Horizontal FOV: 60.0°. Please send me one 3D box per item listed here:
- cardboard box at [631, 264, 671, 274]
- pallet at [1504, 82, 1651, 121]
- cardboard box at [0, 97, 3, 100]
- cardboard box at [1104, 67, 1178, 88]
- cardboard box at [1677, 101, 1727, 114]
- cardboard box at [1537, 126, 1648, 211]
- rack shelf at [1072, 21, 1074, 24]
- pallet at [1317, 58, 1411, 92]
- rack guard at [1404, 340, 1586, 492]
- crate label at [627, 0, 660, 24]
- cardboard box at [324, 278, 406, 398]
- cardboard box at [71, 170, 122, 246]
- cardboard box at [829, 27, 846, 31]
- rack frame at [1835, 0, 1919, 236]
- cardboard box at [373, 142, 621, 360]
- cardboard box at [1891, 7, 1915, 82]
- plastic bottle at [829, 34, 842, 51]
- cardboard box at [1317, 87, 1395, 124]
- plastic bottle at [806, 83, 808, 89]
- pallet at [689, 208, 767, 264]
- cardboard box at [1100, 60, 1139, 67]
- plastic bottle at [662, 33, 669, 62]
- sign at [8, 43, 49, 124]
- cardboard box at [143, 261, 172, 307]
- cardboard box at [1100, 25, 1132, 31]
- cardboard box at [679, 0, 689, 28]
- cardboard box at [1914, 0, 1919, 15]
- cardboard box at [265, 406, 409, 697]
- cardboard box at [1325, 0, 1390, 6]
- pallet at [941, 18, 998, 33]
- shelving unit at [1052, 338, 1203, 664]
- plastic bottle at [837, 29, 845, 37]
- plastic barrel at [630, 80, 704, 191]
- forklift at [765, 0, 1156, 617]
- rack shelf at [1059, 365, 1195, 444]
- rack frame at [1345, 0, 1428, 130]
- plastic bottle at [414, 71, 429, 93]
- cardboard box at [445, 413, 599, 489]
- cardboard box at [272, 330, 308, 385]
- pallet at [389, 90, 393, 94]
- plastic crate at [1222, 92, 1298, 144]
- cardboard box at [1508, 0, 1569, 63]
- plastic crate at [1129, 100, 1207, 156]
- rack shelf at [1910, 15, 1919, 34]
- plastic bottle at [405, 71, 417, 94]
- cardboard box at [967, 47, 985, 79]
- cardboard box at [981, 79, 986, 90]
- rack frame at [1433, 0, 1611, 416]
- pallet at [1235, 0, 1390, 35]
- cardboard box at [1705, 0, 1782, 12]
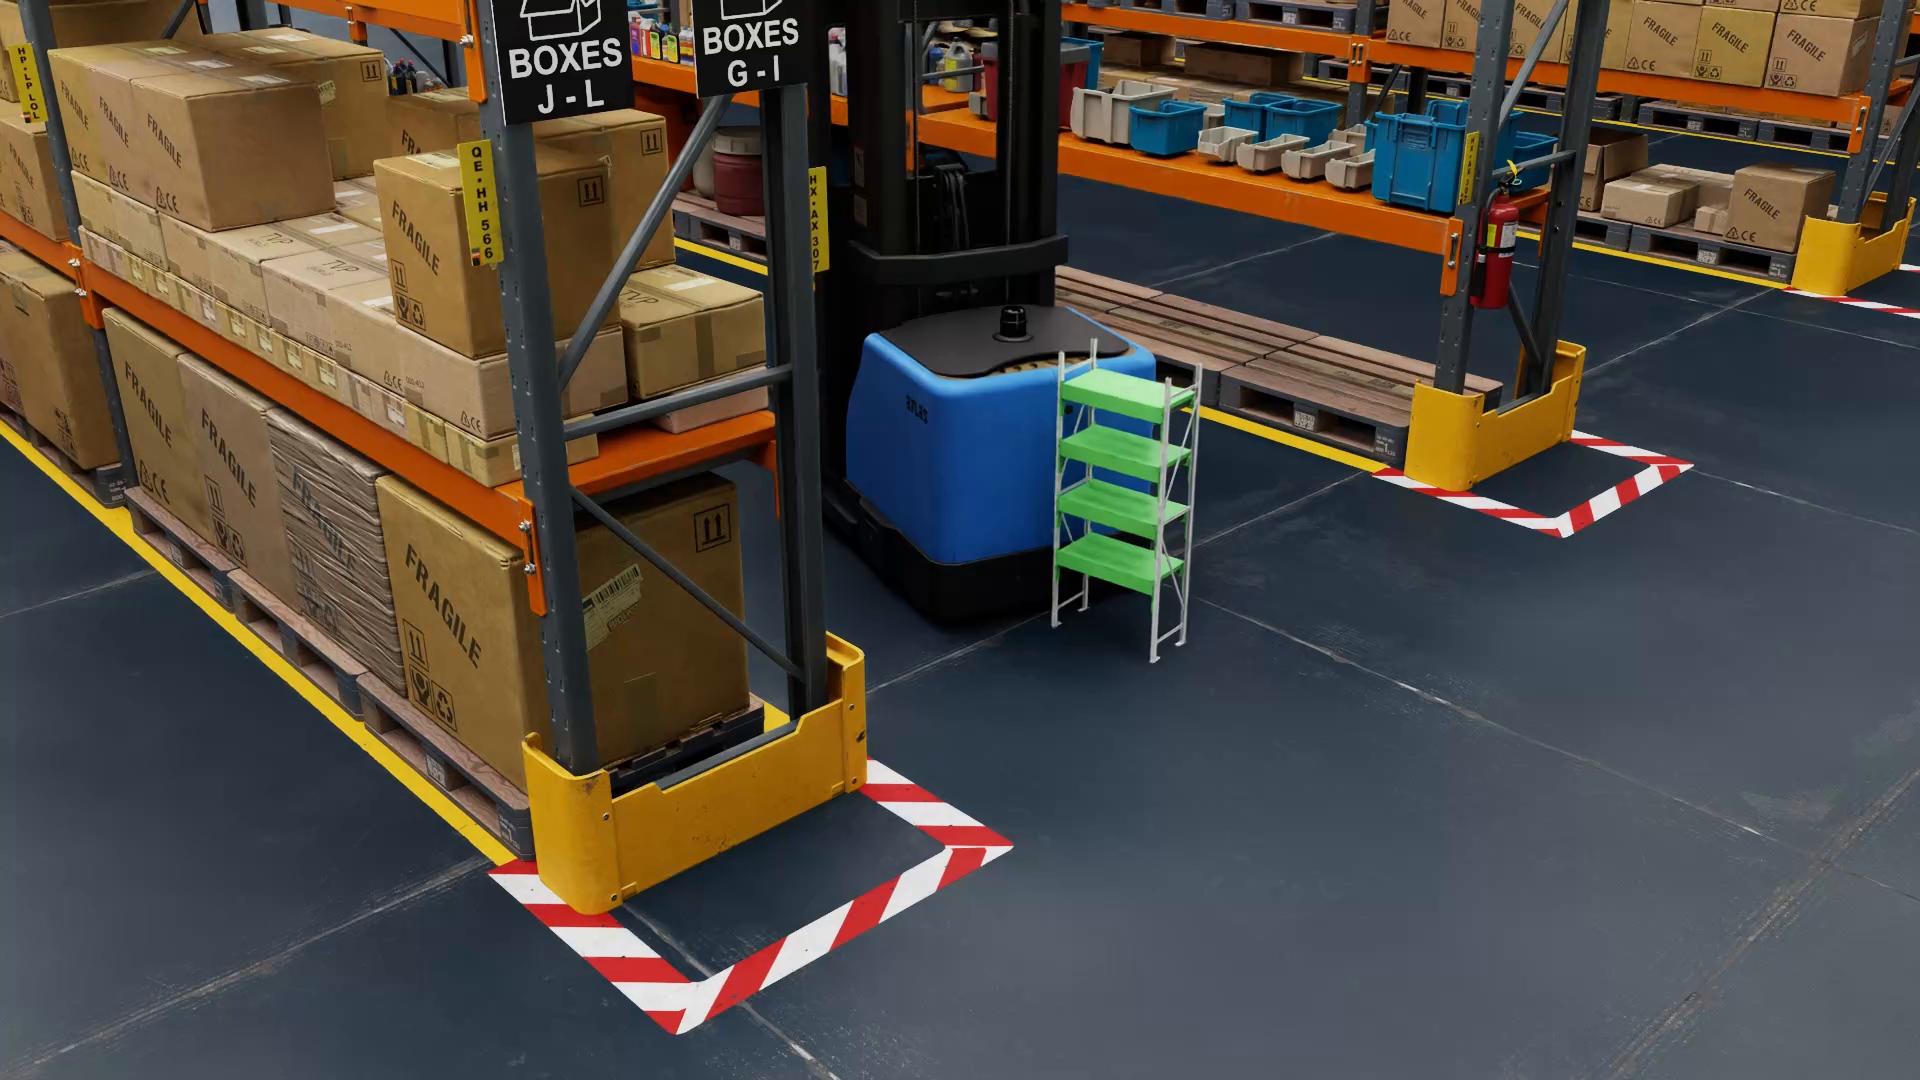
[{"bbox_3d":[-1.352,-0.852,5.827,0.500,0.250,0.500,-22,32,-39],"label":"cardboard box"},{"bbox_3d":[6.669,-4.779,17.971,1.003,0.211,1.213,-21,32,-38],"label":"pallet"},{"bbox_3d":[-4.810,-2.037,8.482,0.500,0.500,0.500,-22,32,-39],"label":"cardboard box"},{"bbox_3d":[1.708,-4.174,15.767,0.500,0.500,0.500,-22,32,-39],"label":"cardboard box"},{"bbox_3d":[7.688,-4.633,16.798,0.700,0.500,0.500,-21,32,-38],"label":"cardboard box"},{"bbox_3d":[4.926,-2.925,13.026,0.797,0.503,0.637,-21,32,-38],"label":"cardboard box"},{"bbox_3d":[-0.463,-5.919,17.978,1.077,0.370,4.000,-21,32,-38],"label":"rack shelf"},{"bbox_3d":[5.002,-5.518,19.591,1.003,0.211,1.213,-21,32,-38],"label":"pallet"},{"bbox_3d":[2.780,-0.672,8.620,1.175,0.500,0.348,-21,32,-38],"label":"rack guard"},{"bbox_3d":[-2.728,-4.394,13.970,0.303,0.233,0.416,-21,32,-38],"label":"crate label"},{"bbox_3d":[-1.732,-0.700,5.493,0.500,0.250,0.500,-22,32,-39],"label":"cardboard box"},{"bbox_3d":[-3.465,-1.470,7.180,0.500,0.250,0.500,-22,32,-39],"label":"cardboard box"},{"bbox_3d":[-1.391,-5.699,18.759,0.500,0.311,0.500,-22,32,-39],"label":"cardboard box"},{"bbox_3d":[6.372,-3.217,11.187,1.000,3.000,0.127,-21,32,-38],"label":"rack frame"},{"bbox_3d":[-1.386,-0.889,5.003,0.500,0.500,0.500,-21,32,-38],"label":"cardboard box"},{"bbox_3d":[6.262,-3.471,11.625,0.500,0.500,0.500,-20,32,-37],"label":"cardboard box"},{"bbox_3d":[-0.868,-3.285,11.396,0.144,0.351,0.185,-21,32,-38],"label":"plastic bottle"},{"bbox_3d":[3.486,-3.707,14.744,0.500,0.500,0.500,22,33,39],"label":"cardboard box"},{"bbox_3d":[-0.973,-3.244,11.306,0.144,0.351,0.185,-21,32,-38],"label":"plastic bottle"},{"bbox_3d":[-1.315,-2.371,12.694,1.003,0.211,1.213,-21,32,-38],"label":"pallet"},{"bbox_3d":[1.715,-4.487,16.452,0.500,0.500,0.500,-20,31,-37],"label":"cardboard box"},{"bbox_3d":[-2.187,-3.700,12.485,0.097,0.201,0.097,0,25,0],"label":"plastic bottle"},{"bbox_3d":[-3.985,-1.953,7.118,0.100,0.325,0.005,-21,32,-38],"label":"sign"},{"bbox_3d":[-3.095,-1.083,6.812,0.380,0.149,0.250,-22,33,-40],"label":"cardboard box"},{"bbox_3d":[2.299,-7.103,22.188,0.700,0.500,0.500,-20,31,-37],"label":"cardboard box"},{"bbox_3d":[-3.336,-6.665,20.649,0.500,0.500,0.500,-21,32,-38],"label":"cardboard box"},{"bbox_3d":[9.125,-5.129,15.017,0.980,0.700,0.700,-22,32,-39],"label":"cardboard box"},{"bbox_3d":[-1.979,-0.079,6.363,0.875,0.875,0.875,-21,32,-38],"label":"cardboard box"},{"bbox_3d":[3.478,-4.872,14.189,0.500,0.500,0.700,12,27,25],"label":"cardboard box"},{"bbox_3d":[0.461,-7.553,24.053,1.003,0.211,1.213,-21,32,-38],"label":"pallet"},{"bbox_3d":[0.653,-0.154,6.642,0.503,1.200,0.258,19,30,35],"label":"shelving unit"},{"bbox_3d":[-0.869,-3.608,12.200,0.097,0.271,0.097,0,25,0],"label":"plastic bottle"},{"bbox_3d":[-2.367,-3.297,13.471,0.600,0.830,0.708,-21,32,-38],"label":"plastic barrel"},{"bbox_3d":[-0.245,-1.595,7.715,1.130,2.935,3.031,-11,27,-22],"label":"forklift"},{"bbox_3d":[0.653,-0.533,6.469,0.480,0.148,0.258,19,30,35],"label":"rack shelf"},{"bbox_3d":[3.638,-4.429,13.844,1.000,3.000,0.127,-21,32,-38],"label":"rack frame"},{"bbox_3d":[-5.587,-4.720,17.235,0.152,0.276,0.135,-20,31,-37],"label":"plastic bottle"},{"bbox_3d":[-1.345,-0.308,5.113,0.380,0.149,0.250,-20,32,-38],"label":"cardboard box"},{"bbox_3d":[-2.222,-0.695,5.963,0.380,0.149,0.250,-21,32,-38],"label":"cardboard box"},{"bbox_3d":[-6.714,-4.765,17.940,1.003,0.211,1.213,-21,32,-38],"label":"pallet"},{"bbox_3d":[1.721,-2.422,9.574,0.416,0.233,0.300,-21,32,-38],"label":"plastic crate"},{"bbox_3d":[4.481,-3.936,12.643,0.500,0.500,0.500,-21,32,-39],"label":"cardboard box"},{"bbox_3d":[1.163,-2.313,9.336,0.416,0.233,0.300,-21,32,-38],"label":"plastic crate"},{"bbox_3d":[8.619,-4.902,15.748,1.077,0.370,4.000,-21,32,-38],"label":"rack shelf"},{"bbox_3d":[-5.664,-4.693,17.167,0.061,0.283,0.133,-21,32,-38],"label":"plastic bottle"},{"bbox_3d":[0.367,-4.925,17.062,0.500,0.311,0.500,-20,31,-37],"label":"cardboard box"},{"bbox_3d":[0.367,-4.671,17.181,0.500,0.250,0.500,-20,31,-37],"label":"cardboard box"},{"bbox_3d":[2.754,-1.813,8.109,1.000,3.000,0.127,-21,32,-38],"label":"rack frame"},{"bbox_3d":[3.172,-4.614,14.482,1.003,0.211,1.213,-21,32,-38],"label":"pallet"},{"bbox_3d":[5.522,-3.927,11.419,0.500,0.500,0.500,-20,31,-37],"label":"cardboard box"}]
